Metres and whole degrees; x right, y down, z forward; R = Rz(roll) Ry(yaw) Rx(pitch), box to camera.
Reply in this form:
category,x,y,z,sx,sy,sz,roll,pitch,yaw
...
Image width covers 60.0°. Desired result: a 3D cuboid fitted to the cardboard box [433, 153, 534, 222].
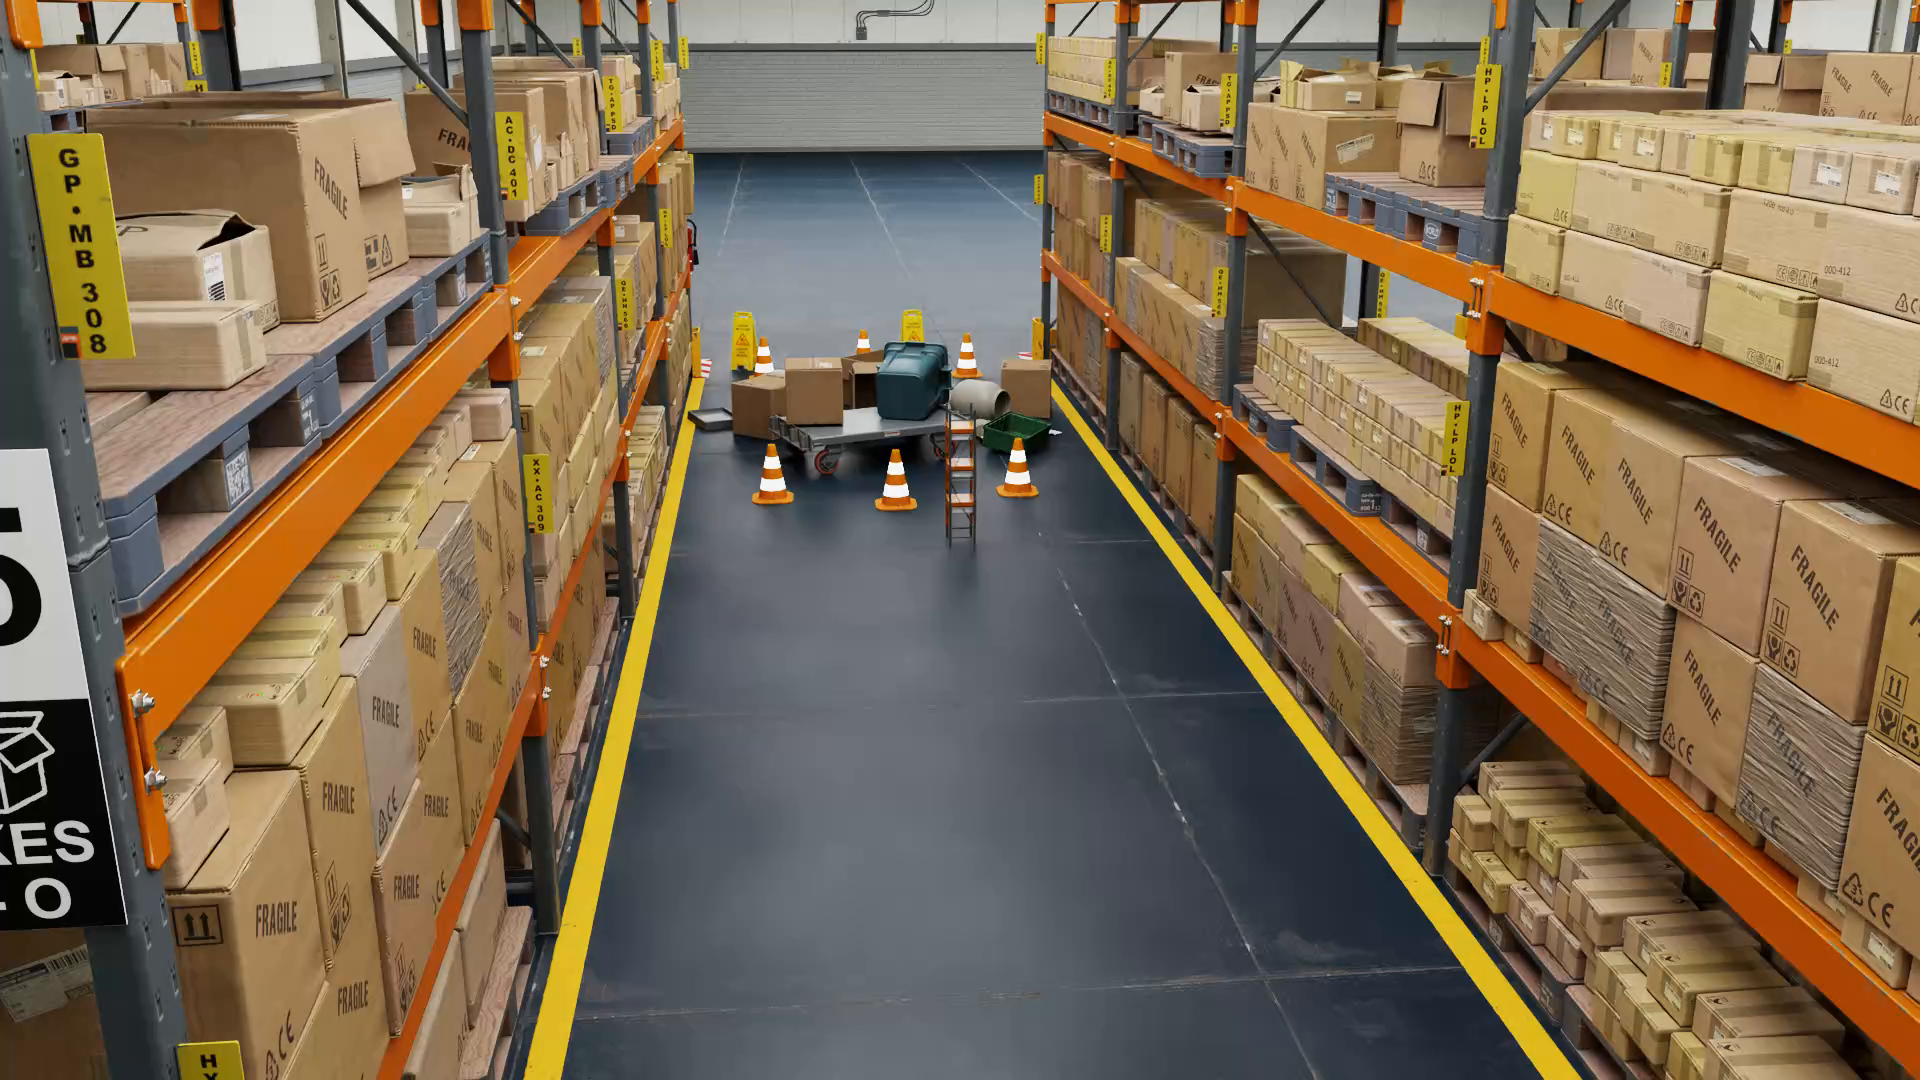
category,x,y,z,sx,sy,sz,roll,pitch,yaw
cardboard box,-1.947,-1.443,6.780,0.396,0.266,0.258,-2,18,-6

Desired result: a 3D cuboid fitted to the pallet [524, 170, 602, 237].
category,x,y,z,sx,sy,sz,roll,pitch,yaw
pallet,-2.419,-1.725,8.471,1.003,0.211,1.213,-1,17,-3

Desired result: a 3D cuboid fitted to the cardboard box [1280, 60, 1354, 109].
category,x,y,z,sx,sy,sz,roll,pitch,yaw
cardboard box,2.078,-2.652,9.662,0.396,0.266,0.258,-2,18,-6

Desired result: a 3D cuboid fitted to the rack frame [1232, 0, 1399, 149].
category,x,y,z,sx,sy,sz,roll,pitch,yaw
rack frame,2.257,-3.952,10.243,1.000,3.000,0.127,-2,18,-6

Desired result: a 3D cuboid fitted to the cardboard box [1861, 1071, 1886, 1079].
category,x,y,z,sx,sy,sz,roll,pitch,yaw
cardboard box,3.158,1.838,5.377,0.380,0.149,0.250,-3,18,-8

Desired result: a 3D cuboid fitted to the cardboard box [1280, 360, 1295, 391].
category,x,y,z,sx,sy,sz,roll,pitch,yaw
cardboard box,2.168,-1.002,10.083,0.380,0.149,0.250,-2,18,-7

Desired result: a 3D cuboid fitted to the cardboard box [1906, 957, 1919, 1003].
category,x,y,z,sx,sy,sz,roll,pitch,yaw
cardboard box,2.738,1.175,4.345,0.380,0.149,0.250,-2,18,-6

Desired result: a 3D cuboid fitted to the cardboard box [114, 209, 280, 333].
category,x,y,z,sx,sy,sz,roll,pitch,yaw
cardboard box,-1.936,-0.608,3.878,0.500,0.311,0.500,-1,17,-5

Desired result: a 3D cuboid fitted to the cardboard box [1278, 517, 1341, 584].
category,x,y,z,sx,sy,sz,roll,pitch,yaw
cardboard box,2.178,0.056,9.711,0.500,0.250,0.500,-2,18,-5

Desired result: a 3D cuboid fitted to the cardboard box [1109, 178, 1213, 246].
category,x,y,z,sx,sy,sz,roll,pitch,yaw
cardboard box,1.841,-2.980,15.107,0.875,0.550,0.550,-2,18,-6

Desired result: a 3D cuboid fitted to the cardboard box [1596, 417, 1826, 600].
category,x,y,z,sx,sy,sz,roll,pitch,yaw
cardboard box,2.564,-0.118,5.713,0.500,0.500,0.500,-1,17,-5

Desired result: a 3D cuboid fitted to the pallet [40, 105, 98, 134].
category,x,y,z,sx,sy,sz,roll,pitch,yaw
pallet,-8.119,-3.587,14.234,1.003,0.211,1.213,-2,18,-6

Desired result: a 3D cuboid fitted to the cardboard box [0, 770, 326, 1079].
category,x,y,z,sx,sy,sz,roll,pitch,yaw
cardboard box,-1.597,0.800,3.286,0.500,0.500,0.500,-2,18,-7

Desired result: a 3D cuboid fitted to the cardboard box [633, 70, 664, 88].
category,x,y,z,sx,sy,sz,roll,pitch,yaw
cardboard box,-2.851,-4.129,14.902,0.380,0.149,0.250,-2,18,-6

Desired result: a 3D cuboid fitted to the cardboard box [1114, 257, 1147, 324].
category,x,y,z,sx,sy,sz,roll,pitch,yaw
cardboard box,1.631,-2.165,14.397,0.500,0.500,0.500,-2,17,-5

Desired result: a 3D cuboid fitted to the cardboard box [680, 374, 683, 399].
category,x,y,z,sx,sy,sz,roll,pitch,yaw
cardboard box,-2.985,-1.488,16.299,0.500,0.250,0.500,-2,18,-6

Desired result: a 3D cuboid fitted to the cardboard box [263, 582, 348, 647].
category,x,y,z,sx,sy,sz,roll,pitch,yaw
cardboard box,-1.728,0.216,4.061,0.380,0.149,0.250,-2,18,-5

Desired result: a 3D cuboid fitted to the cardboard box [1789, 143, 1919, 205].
category,x,y,z,sx,sy,sz,roll,pitch,yaw
cardboard box,2.619,-1.044,4.737,0.380,0.149,0.250,-2,18,-7

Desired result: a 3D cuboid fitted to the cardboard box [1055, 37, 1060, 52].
category,x,y,z,sx,sy,sz,roll,pitch,yaw
cardboard box,1.201,-5.153,17.296,0.380,0.149,0.250,-2,18,-6

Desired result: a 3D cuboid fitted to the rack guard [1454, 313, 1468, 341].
category,x,y,z,sx,sy,sz,roll,pitch,yaw
rack guard,6.384,-2.382,19.428,1.175,0.500,0.348,-2,18,-6

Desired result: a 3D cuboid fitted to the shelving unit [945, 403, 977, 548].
category,x,y,z,sx,sy,sz,roll,pitch,yaw
shelving unit,0.006,-0.485,12.469,0.215,1.050,0.252,-2,18,-6

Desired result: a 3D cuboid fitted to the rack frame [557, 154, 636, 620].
category,x,y,z,sx,sy,sz,roll,pitch,yaw
rack frame,-2.656,-0.907,10.559,1.000,3.000,0.127,-2,18,-6

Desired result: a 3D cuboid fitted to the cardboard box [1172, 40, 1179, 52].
category,x,y,z,sx,sy,sz,roll,pitch,yaw
cardboard box,2.118,-4.417,14.950,0.380,0.149,0.250,-2,18,-6

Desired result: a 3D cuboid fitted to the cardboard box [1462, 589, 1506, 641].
category,x,y,z,sx,sy,sz,roll,pitch,yaw
cardboard box,2.373,0.316,7.082,0.380,0.149,0.250,-1,17,-4

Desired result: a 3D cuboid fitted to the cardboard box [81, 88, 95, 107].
category,x,y,z,sx,sy,sz,roll,pitch,yaw
cardboard box,-7.829,-3.876,14.558,0.380,0.149,0.250,-1,17,-4

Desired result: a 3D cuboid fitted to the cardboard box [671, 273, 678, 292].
category,x,y,z,sx,sy,sz,roll,pitch,yaw
cardboard box,-2.905,-2.464,15.938,0.380,0.149,0.250,-2,18,-5

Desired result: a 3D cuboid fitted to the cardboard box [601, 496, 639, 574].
category,x,y,z,sx,sy,sz,roll,pitch,yaw
cardboard box,-2.704,-0.022,11.427,0.950,0.372,0.625,-3,18,-9

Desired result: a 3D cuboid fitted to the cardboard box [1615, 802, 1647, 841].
category,x,y,z,sx,sy,sz,roll,pitch,yaw
cardboard box,3.031,1.150,7.070,0.380,0.149,0.250,-2,17,-5

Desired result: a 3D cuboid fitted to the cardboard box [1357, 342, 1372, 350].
category,x,y,z,sx,sy,sz,roll,pitch,yaw
cardboard box,2.761,-1.179,10.648,0.380,0.149,0.250,-1,17,-5

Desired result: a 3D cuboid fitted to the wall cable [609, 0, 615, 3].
category,x,y,z,sx,sy,sz,roll,pitch,yaw
wall cable,-8.635,-16.631,47.381,3.097,2.526,0.112,-2,18,-6

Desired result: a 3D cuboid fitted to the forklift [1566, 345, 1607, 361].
category,x,y,z,sx,sy,sz,roll,pitch,yaw
forklift,4.767,-1.293,11.904,1.130,2.935,3.031,-2,17,-5

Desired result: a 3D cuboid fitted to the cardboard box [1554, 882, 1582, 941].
category,x,y,z,sx,sy,sz,roll,pitch,yaw
cardboard box,2.590,1.462,6.574,0.380,0.149,0.250,-3,18,-8

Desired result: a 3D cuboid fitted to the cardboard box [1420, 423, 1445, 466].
category,x,y,z,sx,sy,sz,roll,pitch,yaw
cardboard box,2.405,-0.456,7.848,0.380,0.149,0.250,-2,18,-7

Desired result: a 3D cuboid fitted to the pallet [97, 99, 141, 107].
category,x,y,z,sx,sy,sz,roll,pitch,yaw
pallet,-8.242,-3.949,15.389,1.003,0.211,1.213,-2,18,-6

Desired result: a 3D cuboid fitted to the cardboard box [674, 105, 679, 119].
category,x,y,z,sx,sy,sz,roll,pitch,yaw
cardboard box,-3.108,-4.431,17.195,0.380,0.149,0.250,-2,18,-5

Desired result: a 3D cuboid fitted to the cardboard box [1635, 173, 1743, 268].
category,x,y,z,sx,sy,sz,roll,pitch,yaw
cardboard box,2.565,-1.047,5.412,0.500,0.250,0.500,-1,17,-5

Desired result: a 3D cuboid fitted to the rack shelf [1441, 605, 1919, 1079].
category,x,y,z,sx,sy,sz,roll,pitch,yaw
rack shelf,2.876,1.041,5.555,1.077,0.370,4.000,-2,18,-6

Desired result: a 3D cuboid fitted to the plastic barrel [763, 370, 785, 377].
category,x,y,z,sx,sy,sz,roll,pitch,yaw
plastic barrel,-1.762,-1.493,16.725,0.512,0.421,0.421,11,21,32

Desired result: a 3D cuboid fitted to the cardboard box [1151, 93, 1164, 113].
category,x,y,z,sx,sy,sz,roll,pitch,yaw
cardboard box,1.705,-3.525,13.440,0.250,0.149,0.380,-2,18,-6

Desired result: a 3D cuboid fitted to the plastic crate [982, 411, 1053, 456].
category,x,y,z,sx,sy,sz,roll,pitch,yaw
plastic crate,0.523,-0.979,15.386,0.450,0.188,0.662,18,23,19

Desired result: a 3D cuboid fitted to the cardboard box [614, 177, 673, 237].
category,x,y,z,sx,sy,sz,roll,pitch,yaw
cardboard box,-2.898,-2.903,14.584,0.700,0.500,0.500,-2,18,-6

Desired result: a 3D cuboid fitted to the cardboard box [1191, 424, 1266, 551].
category,x,y,z,sx,sy,sz,roll,pitch,yaw
cardboard box,2.284,-0.401,12.003,1.050,0.750,0.750,-2,18,-6

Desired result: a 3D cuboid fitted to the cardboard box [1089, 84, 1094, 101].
category,x,y,z,sx,sy,sz,roll,pitch,yaw
cardboard box,1.408,-4.168,15.489,0.380,0.149,0.250,-2,18,-5

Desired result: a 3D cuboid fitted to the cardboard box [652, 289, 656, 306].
category,x,y,z,sx,sy,sz,roll,pitch,yaw
cardboard box,-2.741,-2.035,13.868,0.380,0.149,0.250,-2,17,-5

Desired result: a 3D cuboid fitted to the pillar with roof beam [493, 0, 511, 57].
category,x,y,z,sx,sy,sz,roll,pitch,yaw
pillar with roof beam,-8.055,-14.834,44.904,9.100,9.000,0.400,-2,18,-6

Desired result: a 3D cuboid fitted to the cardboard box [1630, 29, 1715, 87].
category,x,y,z,sx,sy,sz,roll,pitch,yaw
cardboard box,6.488,-4.391,15.148,0.500,0.500,0.500,-2,18,-7

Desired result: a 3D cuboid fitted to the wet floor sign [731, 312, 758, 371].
category,x,y,z,sx,sy,sz,roll,pitch,yaw
wet floor sign,-2.437,-2.257,18.789,0.267,0.644,0.232,4,18,13

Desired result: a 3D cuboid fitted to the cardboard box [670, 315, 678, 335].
category,x,y,z,sx,sy,sz,roll,pitch,yaw
cardboard box,-2.869,-2.031,15.693,0.380,0.149,0.250,-1,17,-4

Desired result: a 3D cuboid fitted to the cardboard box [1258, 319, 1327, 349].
category,x,y,z,sx,sy,sz,roll,pitch,yaw
cardboard box,2.112,-1.310,10.566,0.380,0.149,0.250,-2,18,-6

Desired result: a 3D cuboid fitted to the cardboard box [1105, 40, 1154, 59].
category,x,y,z,sx,sy,sz,roll,pitch,yaw
cardboard box,1.490,-4.321,14.645,0.380,0.149,0.250,-2,18,-6

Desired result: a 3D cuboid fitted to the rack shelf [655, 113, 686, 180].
category,x,y,z,sx,sy,sz,roll,pitch,yaw
rack shelf,-3.275,-3.783,15.911,1.077,0.370,4.000,-2,18,-6

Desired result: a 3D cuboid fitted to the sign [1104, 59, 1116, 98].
category,x,y,z,sx,sy,sz,roll,pitch,yaw
sign,1.293,-3.980,14.343,0.100,0.325,0.005,-2,18,-6

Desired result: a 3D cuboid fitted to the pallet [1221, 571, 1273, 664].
category,x,y,z,sx,sy,sz,roll,pitch,yaw
pallet,2.336,0.473,10.818,1.003,0.211,1.213,-2,18,-6

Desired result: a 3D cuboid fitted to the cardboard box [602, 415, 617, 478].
category,x,y,z,sx,sy,sz,roll,pitch,yaw
cardboard box,-2.277,-0.541,9.644,0.500,0.250,0.500,-1,17,-5

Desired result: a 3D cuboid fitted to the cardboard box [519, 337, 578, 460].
category,x,y,z,sx,sy,sz,roll,pitch,yaw
cardboard box,-2.132,-0.680,8.000,0.500,0.500,0.500,-2,18,-7

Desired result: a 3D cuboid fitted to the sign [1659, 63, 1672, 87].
category,x,y,z,sx,sy,sz,roll,pitch,yaw
sign,6.249,-4.064,14.742,0.100,0.325,0.005,-2,18,-6

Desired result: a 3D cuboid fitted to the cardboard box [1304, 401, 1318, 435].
category,x,y,z,sx,sy,sz,roll,pitch,yaw
cardboard box,2.217,-0.711,9.653,0.380,0.149,0.250,-1,17,-4
